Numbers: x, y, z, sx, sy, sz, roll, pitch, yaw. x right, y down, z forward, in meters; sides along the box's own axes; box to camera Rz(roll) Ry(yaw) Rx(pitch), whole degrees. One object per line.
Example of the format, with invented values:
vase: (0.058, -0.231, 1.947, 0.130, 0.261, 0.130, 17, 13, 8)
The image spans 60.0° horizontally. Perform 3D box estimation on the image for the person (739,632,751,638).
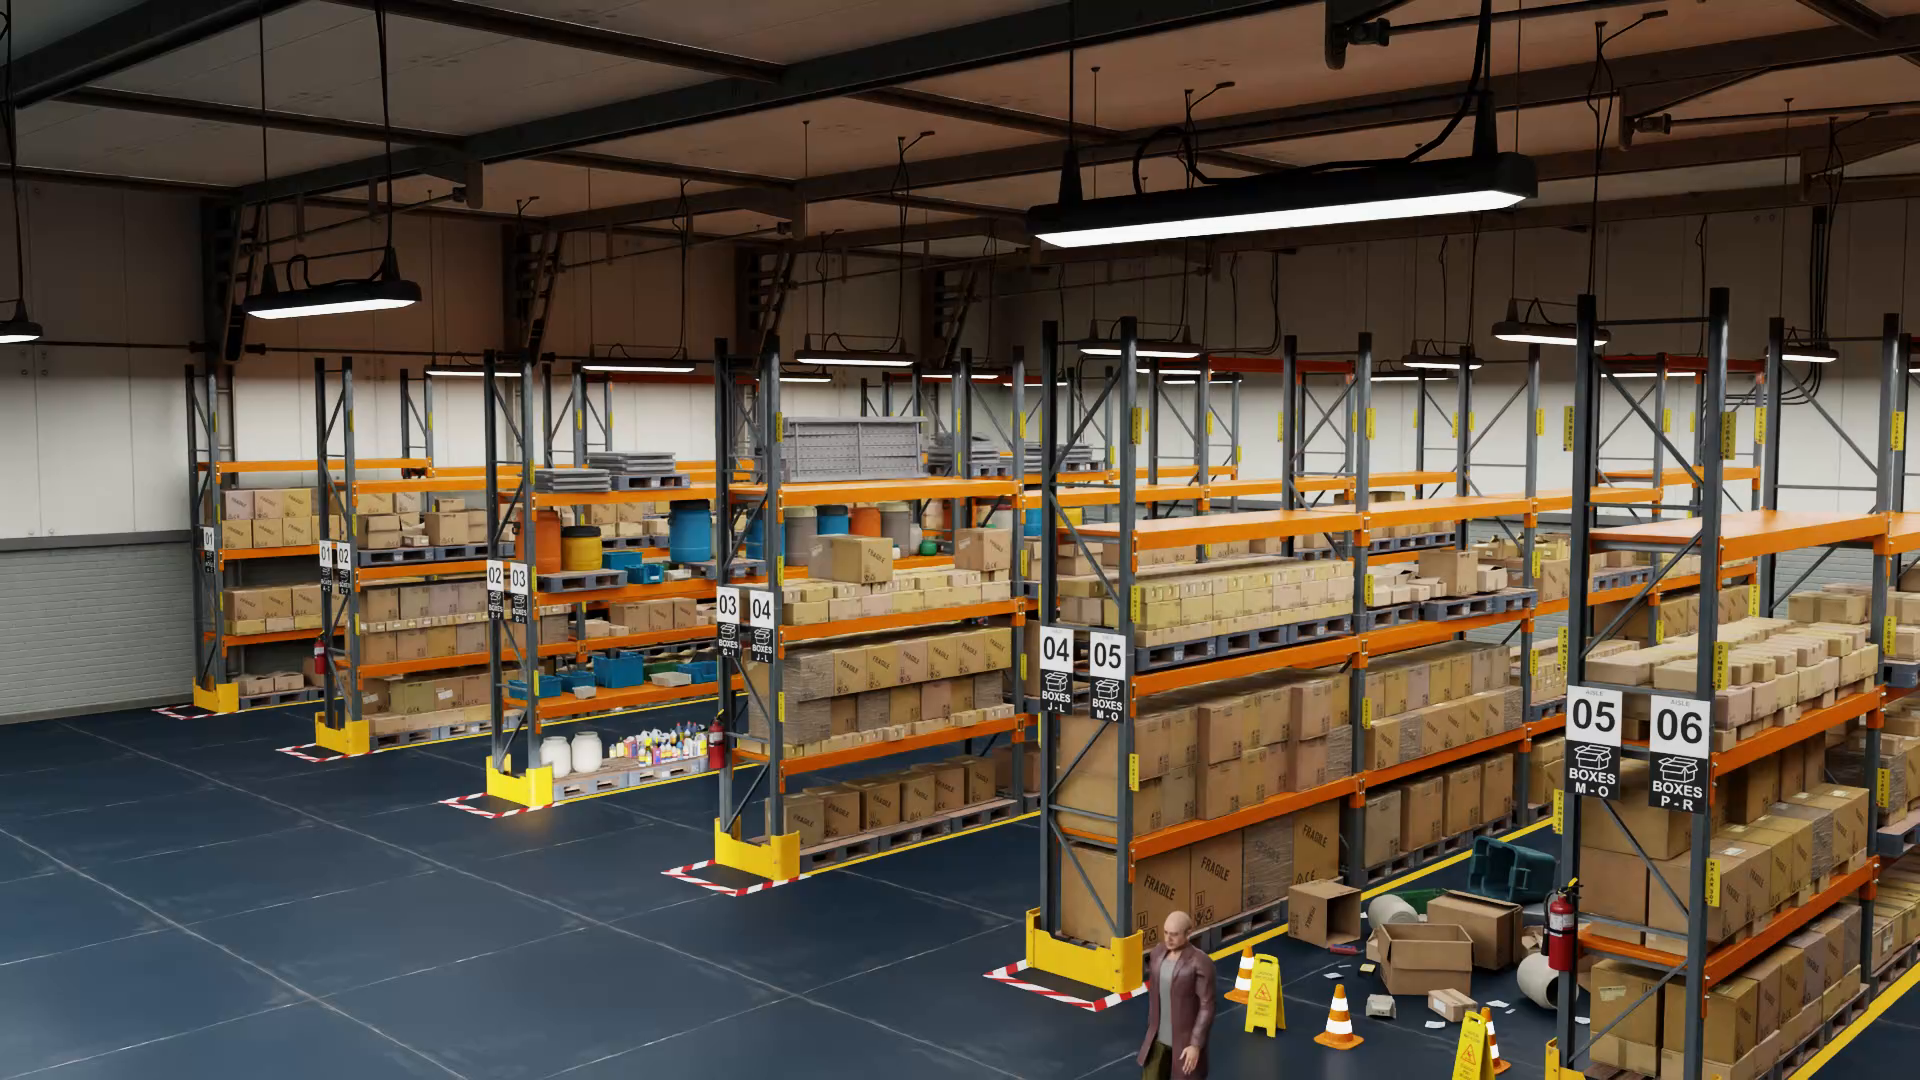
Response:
person: (-4.500, 1.648, 34.205, 0.656, 1.721, 1.050, 3, 6, 39)

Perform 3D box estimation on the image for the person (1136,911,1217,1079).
person: (1.469, 3.490, 11.303, 0.609, 1.726, 0.613, -4, 6, -45)
